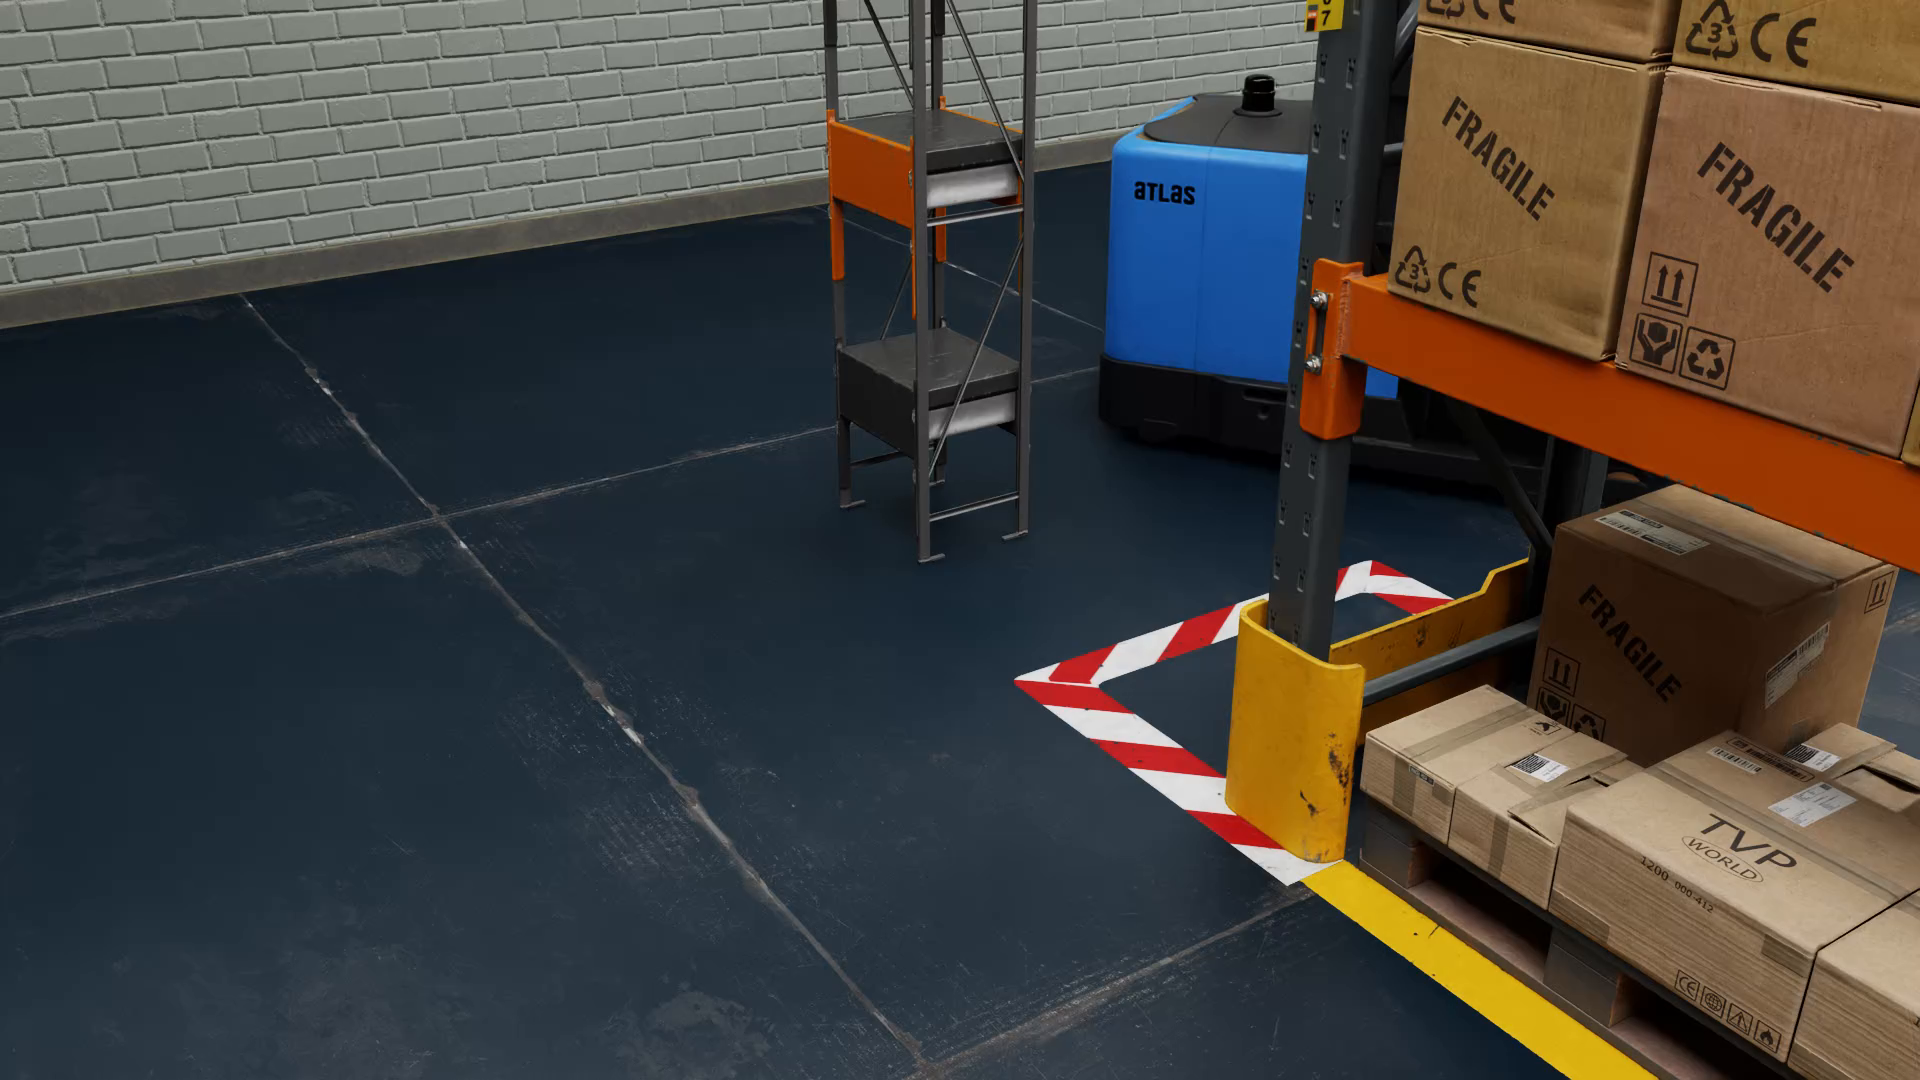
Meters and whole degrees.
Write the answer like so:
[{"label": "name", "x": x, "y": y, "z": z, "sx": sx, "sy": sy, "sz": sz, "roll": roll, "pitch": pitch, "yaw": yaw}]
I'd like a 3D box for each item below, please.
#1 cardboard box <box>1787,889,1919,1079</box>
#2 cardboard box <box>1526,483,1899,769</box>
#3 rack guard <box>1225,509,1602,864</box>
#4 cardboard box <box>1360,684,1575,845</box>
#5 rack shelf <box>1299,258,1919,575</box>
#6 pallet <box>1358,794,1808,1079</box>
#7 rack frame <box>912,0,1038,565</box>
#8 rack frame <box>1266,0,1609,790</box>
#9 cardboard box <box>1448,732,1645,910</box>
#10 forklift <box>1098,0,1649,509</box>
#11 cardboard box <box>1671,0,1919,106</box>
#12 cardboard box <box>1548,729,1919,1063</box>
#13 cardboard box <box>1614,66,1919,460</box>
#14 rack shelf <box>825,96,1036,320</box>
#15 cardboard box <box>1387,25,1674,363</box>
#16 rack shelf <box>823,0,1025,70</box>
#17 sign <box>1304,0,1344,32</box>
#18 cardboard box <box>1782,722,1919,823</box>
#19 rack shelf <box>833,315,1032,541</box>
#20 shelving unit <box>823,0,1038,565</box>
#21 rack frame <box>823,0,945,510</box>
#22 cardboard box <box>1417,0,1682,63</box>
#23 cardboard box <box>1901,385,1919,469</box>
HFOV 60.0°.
[{"label": "cardboard box", "x": 1.749, "y": 0.816, "z": 2.713, "sx": 0.500, "sy": 0.250, "sz": 0.500, "roll": -16, "pitch": 29, "yaw": -30}, {"label": "cardboard box", "x": 1.647, "y": 0.222, "z": 3.679, "sx": 0.500, "sy": 0.500, "sz": 0.500, "roll": -16, "pitch": 29, "yaw": -30}, {"label": "rack guard", "x": 1.186, "y": 0.311, "z": 4.006, "sx": 1.175, "sy": 0.500, "sz": 0.348, "roll": -16, "pitch": 29, "yaw": -30}, {"label": "cardboard box", "x": 1.085, "y": 0.473, "z": 3.558, "sx": 0.380, "sy": 0.149, "sz": 0.250, "roll": -16, "pitch": 29, "yaw": -30}, {"label": "rack shelf", "x": 2.236, "y": 0.194, "z": 2.168, "sx": 1.077, "sy": 0.370, "sz": 4.000, "roll": -16, "pitch": 29, "yaw": -30}, {"label": "pallet", "x": 1.622, "y": 0.726, "z": 3.464, "sx": 1.003, "sy": 0.211, "sz": 1.213, "roll": -16, "pitch": 29, "yaw": -30}, {"label": "rack frame", "x": 0.043, "y": -0.921, "z": 4.742, "sx": 0.400, "sy": 2.100, "sz": 0.015, "roll": -16, "pitch": 29, "yaw": -30}, {"label": "rack frame", "x": 1.144, "y": -0.847, "z": 3.530, "sx": 1.000, "sy": 3.000, "sz": 0.127, "roll": -16, "pitch": 29, "yaw": -30}, {"label": "cardboard box", "x": 1.221, "y": 0.555, "z": 3.365, "sx": 0.380, "sy": 0.166, "sz": 0.250, "roll": -16, "pitch": 29, "yaw": -30}, {"label": "forklift", "x": 2.065, "y": -1.632, "z": 5.275, "sx": 3.031, "sy": 2.935, "sz": 1.130, "roll": 11, "pitch": 27, "yaw": 21}, {"label": "cardboard box", "x": 1.457, "y": -0.939, "z": 2.437, "sx": 0.500, "sy": 0.500, "sz": 0.500, "roll": -15, "pitch": 29, "yaw": -29}, {"label": "cardboard box", "x": 1.476, "y": 0.637, "z": 3.092, "sx": 0.500, "sy": 0.250, "sz": 0.500, "roll": -16, "pitch": 29, "yaw": -30}, {"label": "cardboard box", "x": 1.452, "y": -0.489, "z": 2.654, "sx": 0.500, "sy": 0.500, "sz": 0.500, "roll": -16, "pitch": 30, "yaw": -30}, {"label": "rack shelf", "x": -0.090, "y": -0.996, "z": 4.933, "sx": 0.431, "sy": 0.518, "sz": 0.480, "roll": -16, "pitch": 29, "yaw": -30}, {"label": "cardboard box", "x": 1.165, "y": -0.672, "z": 3.042, "sx": 0.500, "sy": 0.500, "sz": 0.500, "roll": -15, "pitch": 29, "yaw": -29}, {"label": "rack shelf", "x": -0.090, "y": -1.629, "z": 4.634, "sx": 0.431, "sy": 0.518, "sz": 0.480, "roll": -16, "pitch": 29, "yaw": -30}, {"label": "sign", "x": 0.690, "y": -1.112, "z": 3.077, "sx": 0.100, "sy": 0.325, "sz": 0.005, "roll": -16, "pitch": 29, "yaw": -30}, {"label": "cardboard box", "x": 1.793, "y": 0.538, "z": 3.399, "sx": 0.380, "sy": 0.166, "sz": 0.250, "roll": -16, "pitch": 29, "yaw": -30}, {"label": "rack shelf", "x": -0.090, "y": -0.363, "z": 5.232, "sx": 0.431, "sy": 0.518, "sz": 0.480, "roll": -16, "pitch": 29, "yaw": -30}, {"label": "shelving unit", "x": -0.090, "y": -1.009, "z": 4.927, "sx": 0.431, "sy": 2.100, "sz": 0.503, "roll": -16, "pitch": 29, "yaw": -30}, {"label": "rack frame", "x": -0.224, "y": -1.096, "z": 5.112, "sx": 0.400, "sy": 2.100, "sz": 0.015, "roll": -16, "pitch": 29, "yaw": -30}, {"label": "cardboard box", "x": 1.165, "y": -1.124, "z": 2.829, "sx": 0.500, "sy": 0.500, "sz": 0.500, "roll": -15, "pitch": 29, "yaw": -28}, {"label": "cardboard box", "x": 1.723, "y": -0.308, "z": 2.272, "sx": 0.500, "sy": 0.500, "sz": 0.500, "roll": -16, "pitch": 29, "yaw": -30}]
